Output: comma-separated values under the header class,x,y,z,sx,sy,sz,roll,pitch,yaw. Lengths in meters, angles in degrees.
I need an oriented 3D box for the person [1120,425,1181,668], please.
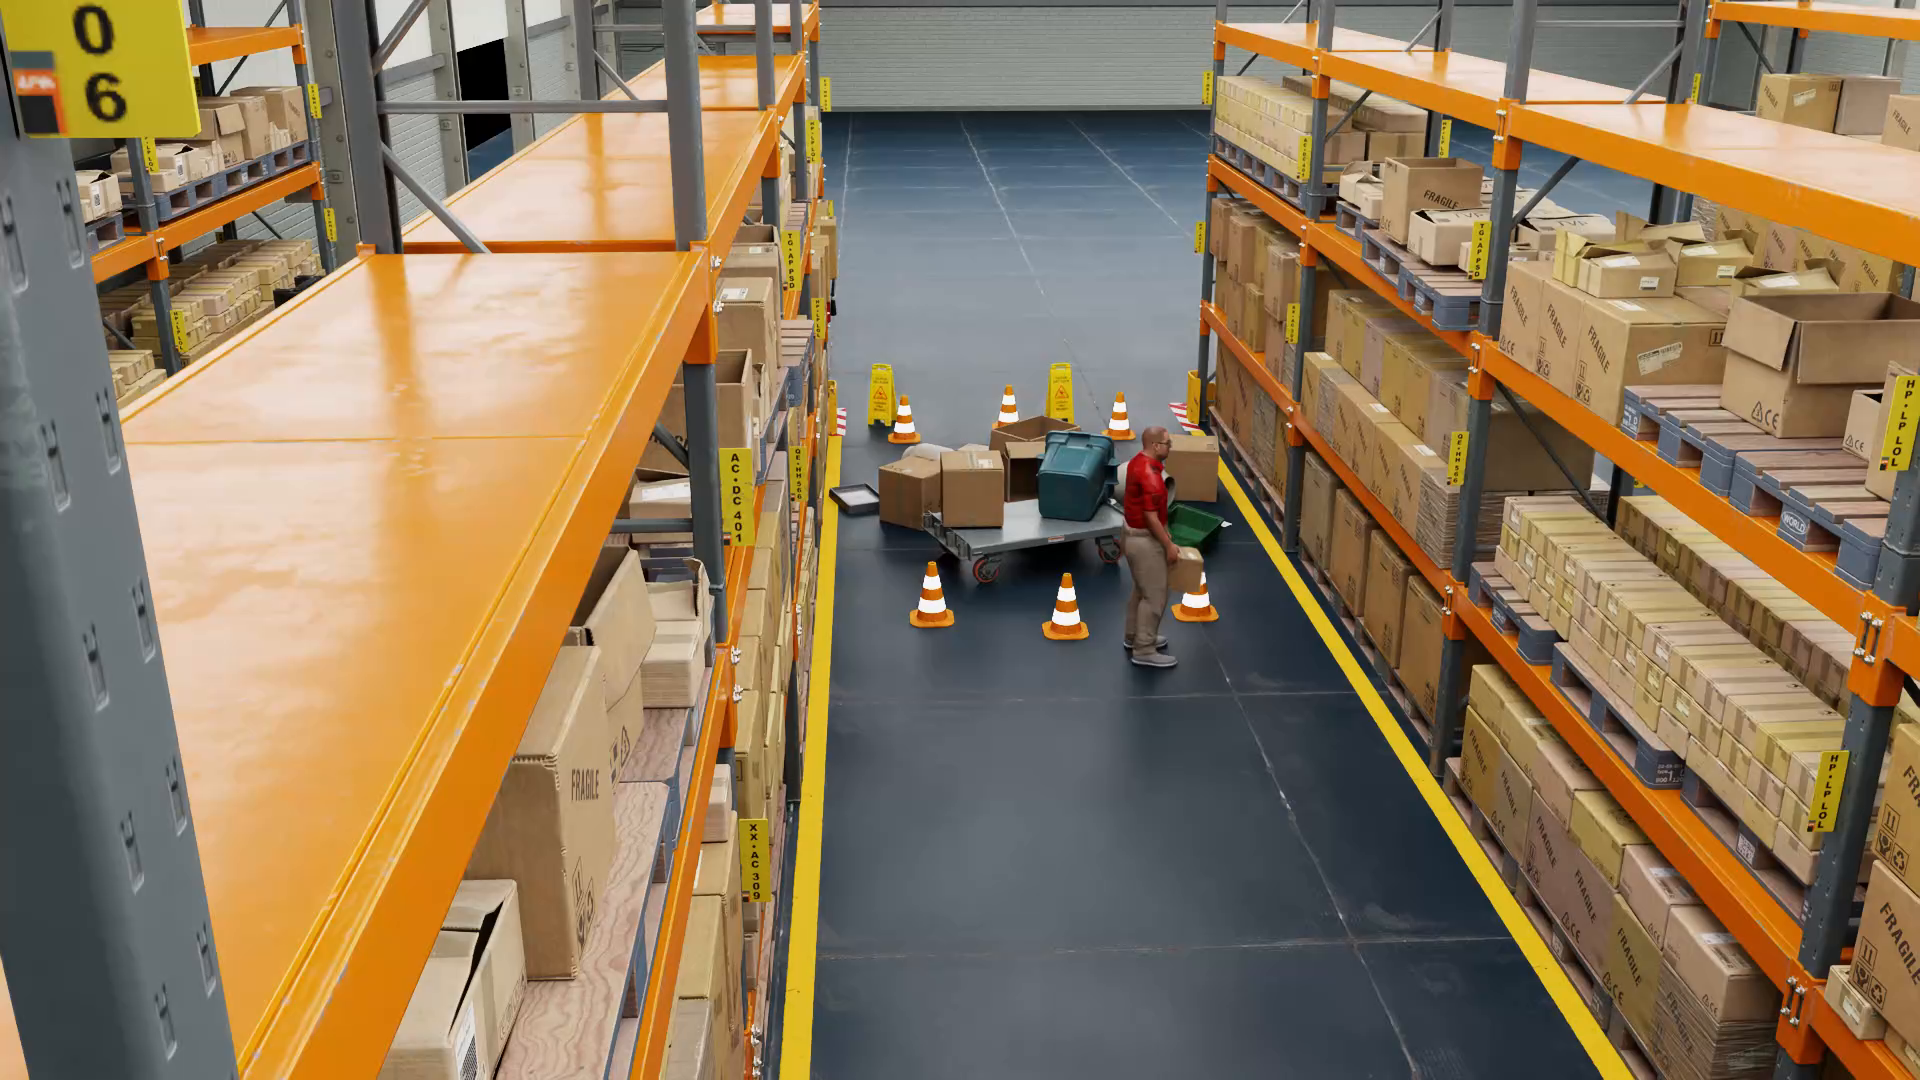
class,x,y,z,sx,sy,sz,roll,pitch,yaw
person,1.356,0.019,11.888,0.393,1.732,0.551,-2,20,-4
